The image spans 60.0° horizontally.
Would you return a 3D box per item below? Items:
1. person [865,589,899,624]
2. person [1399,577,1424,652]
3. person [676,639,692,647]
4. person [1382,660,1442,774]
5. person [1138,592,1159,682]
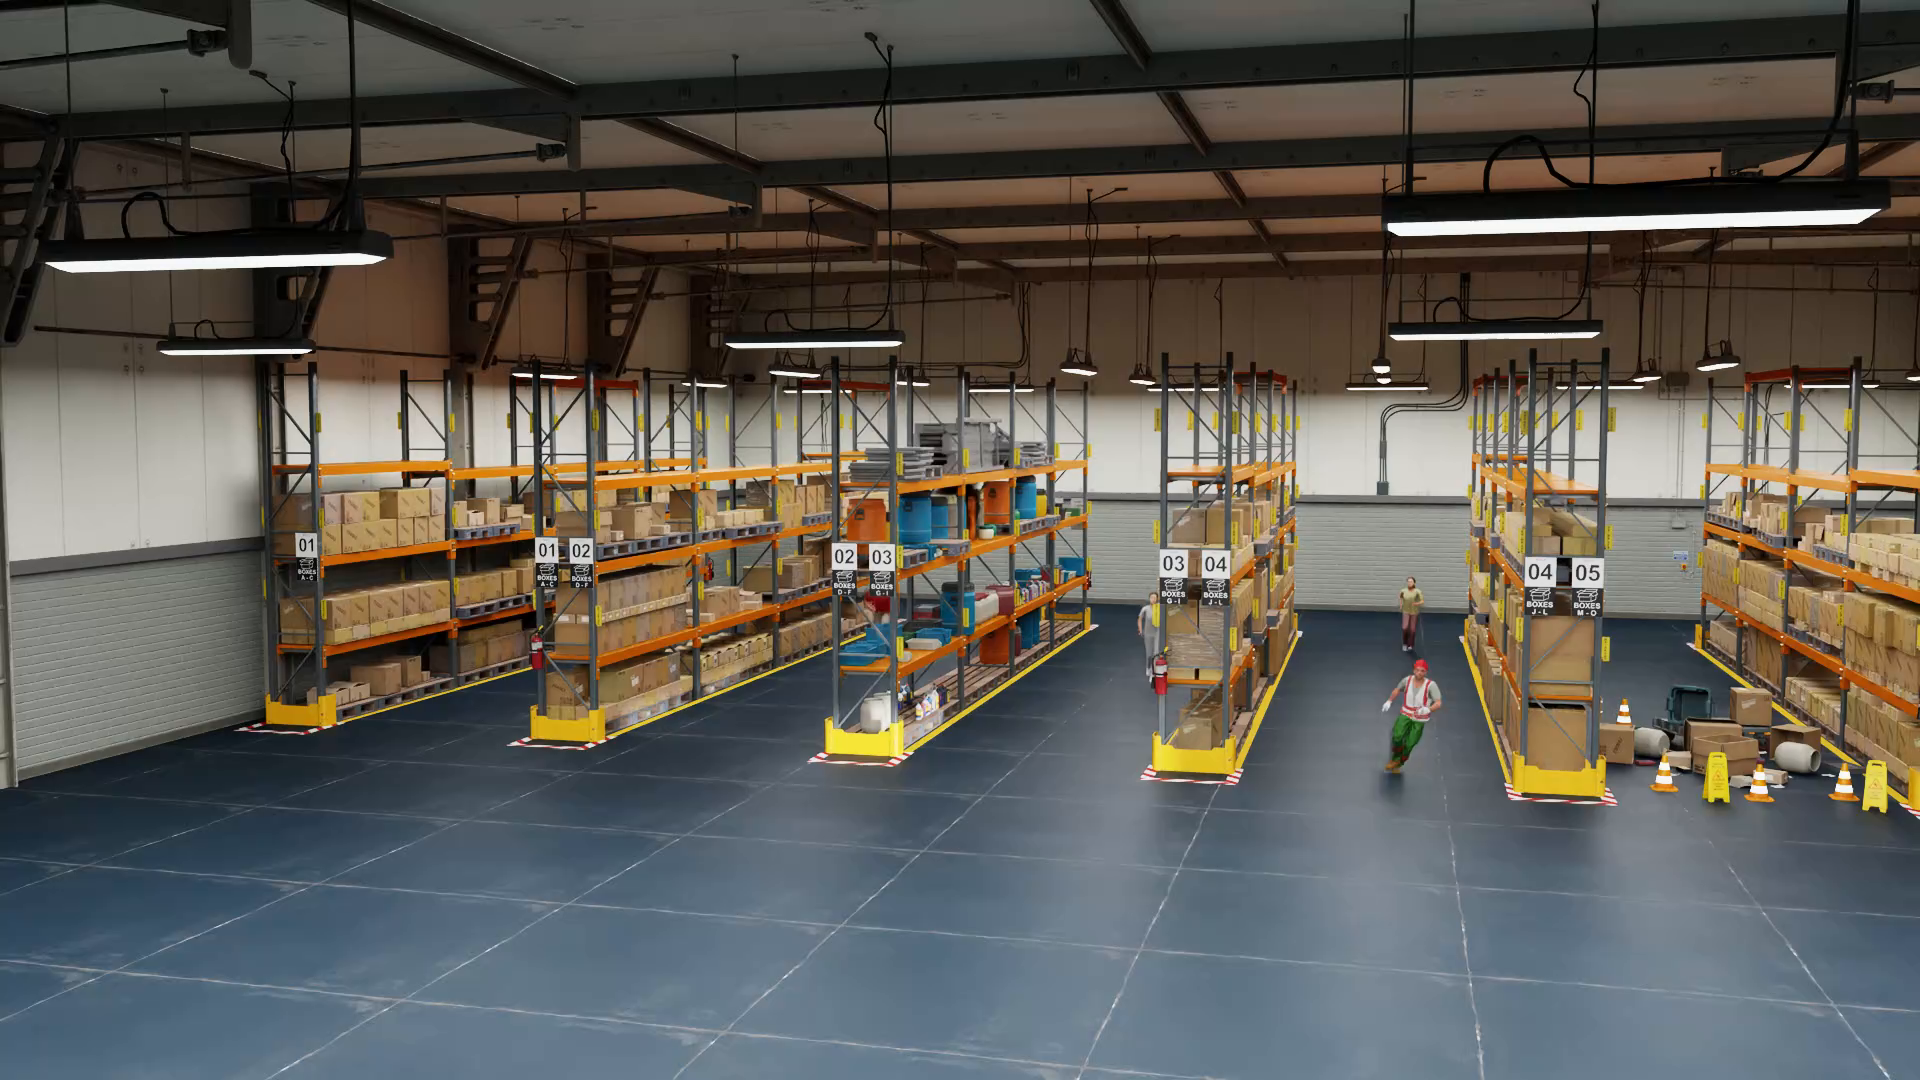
[{"bbox_3d":[-1.594,1.578,34.416,0.700,1.642,1.000,1,4,8],"label":"person"},{"bbox_3d":[9.811,1.619,36.195,0.547,1.646,0.643,1,4,19],"label":"person"},{"bbox_3d":[-5.687,1.825,34.461,0.642,1.515,0.900,0,4,-1],"label":"person"},{"bbox_3d":[6.371,2.508,23.482,0.840,1.671,0.727,1,4,18],"label":"person"},{"bbox_3d":[3.560,1.763,30.543,0.575,1.635,0.540,0,4,2],"label":"person"}]
